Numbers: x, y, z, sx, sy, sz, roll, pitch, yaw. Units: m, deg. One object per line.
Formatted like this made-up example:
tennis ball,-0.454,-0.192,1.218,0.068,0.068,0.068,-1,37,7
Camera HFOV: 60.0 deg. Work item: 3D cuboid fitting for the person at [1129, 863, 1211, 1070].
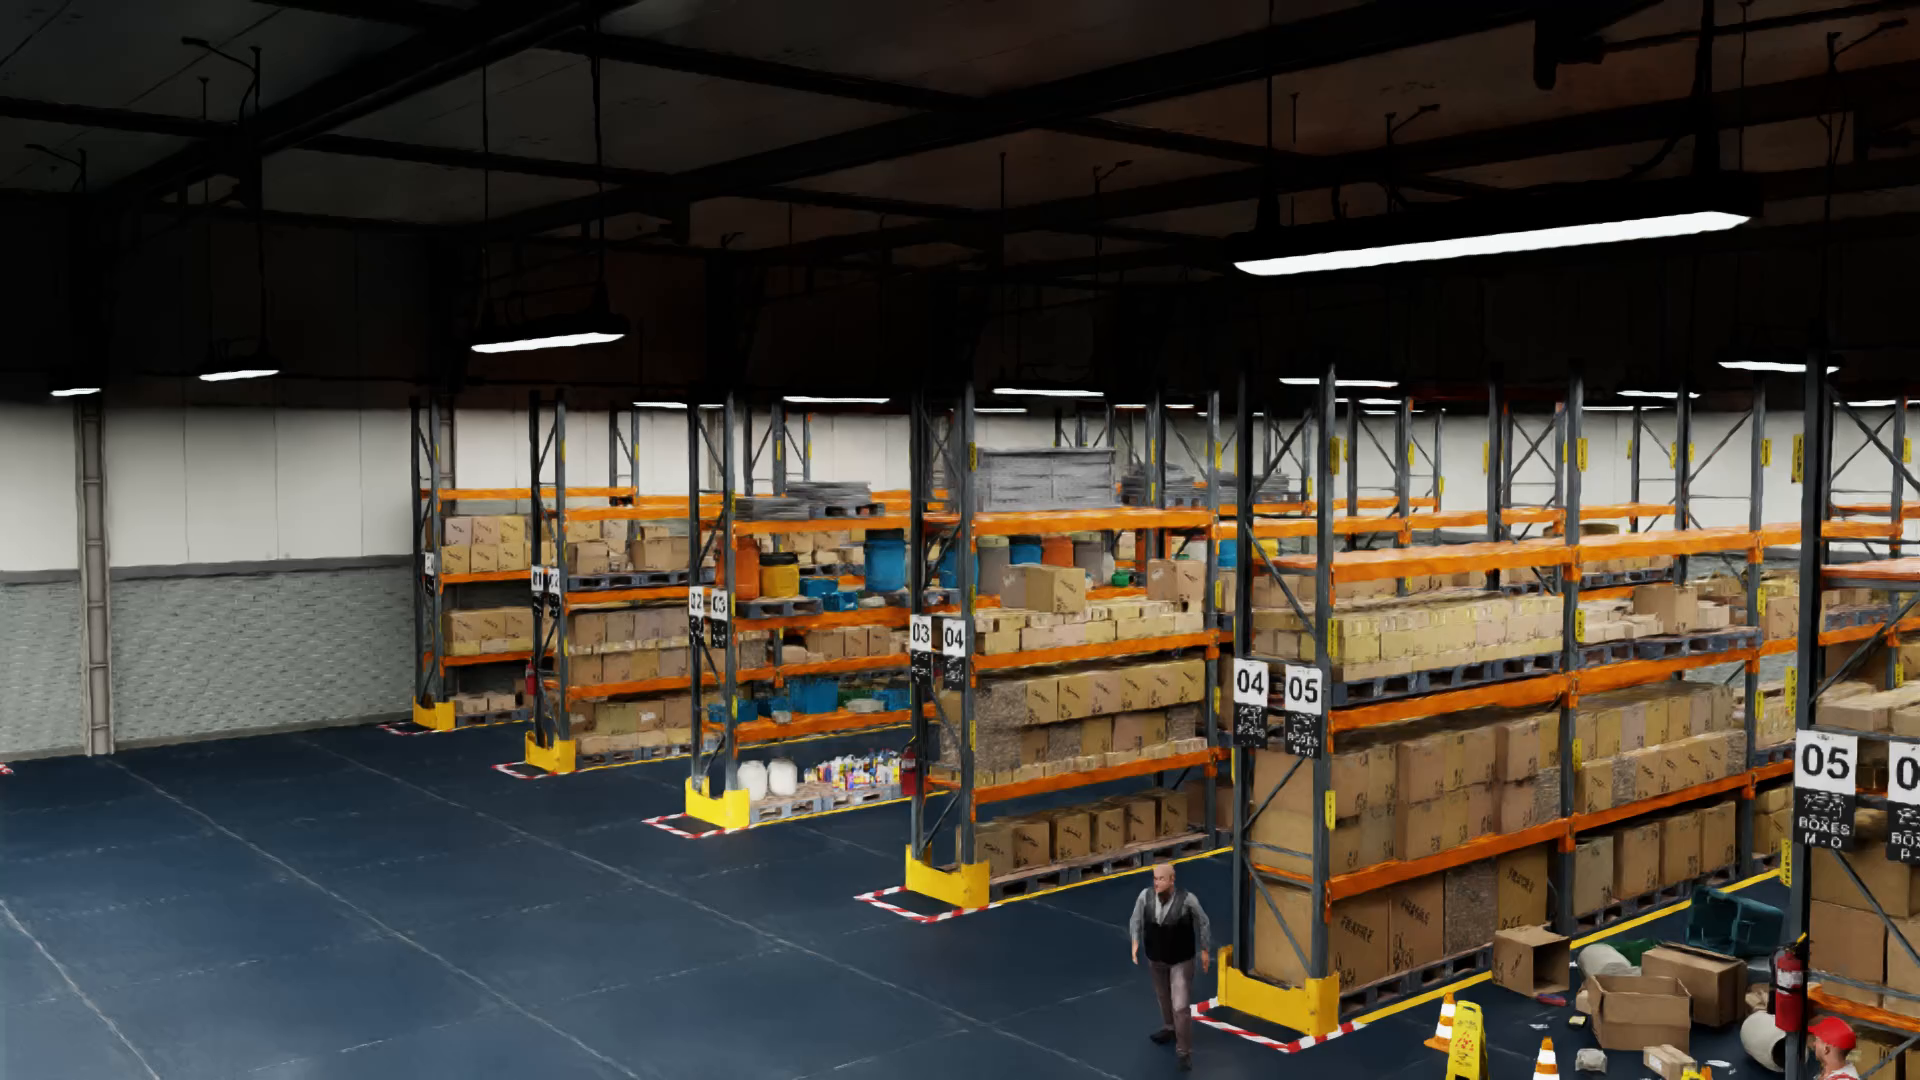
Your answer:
person,1.782,3.504,13.959,0.683,1.662,0.837,2,4,34

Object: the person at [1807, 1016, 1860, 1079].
person,5.134,3.681,9.709,0.385,1.767,0.603,1,4,20
